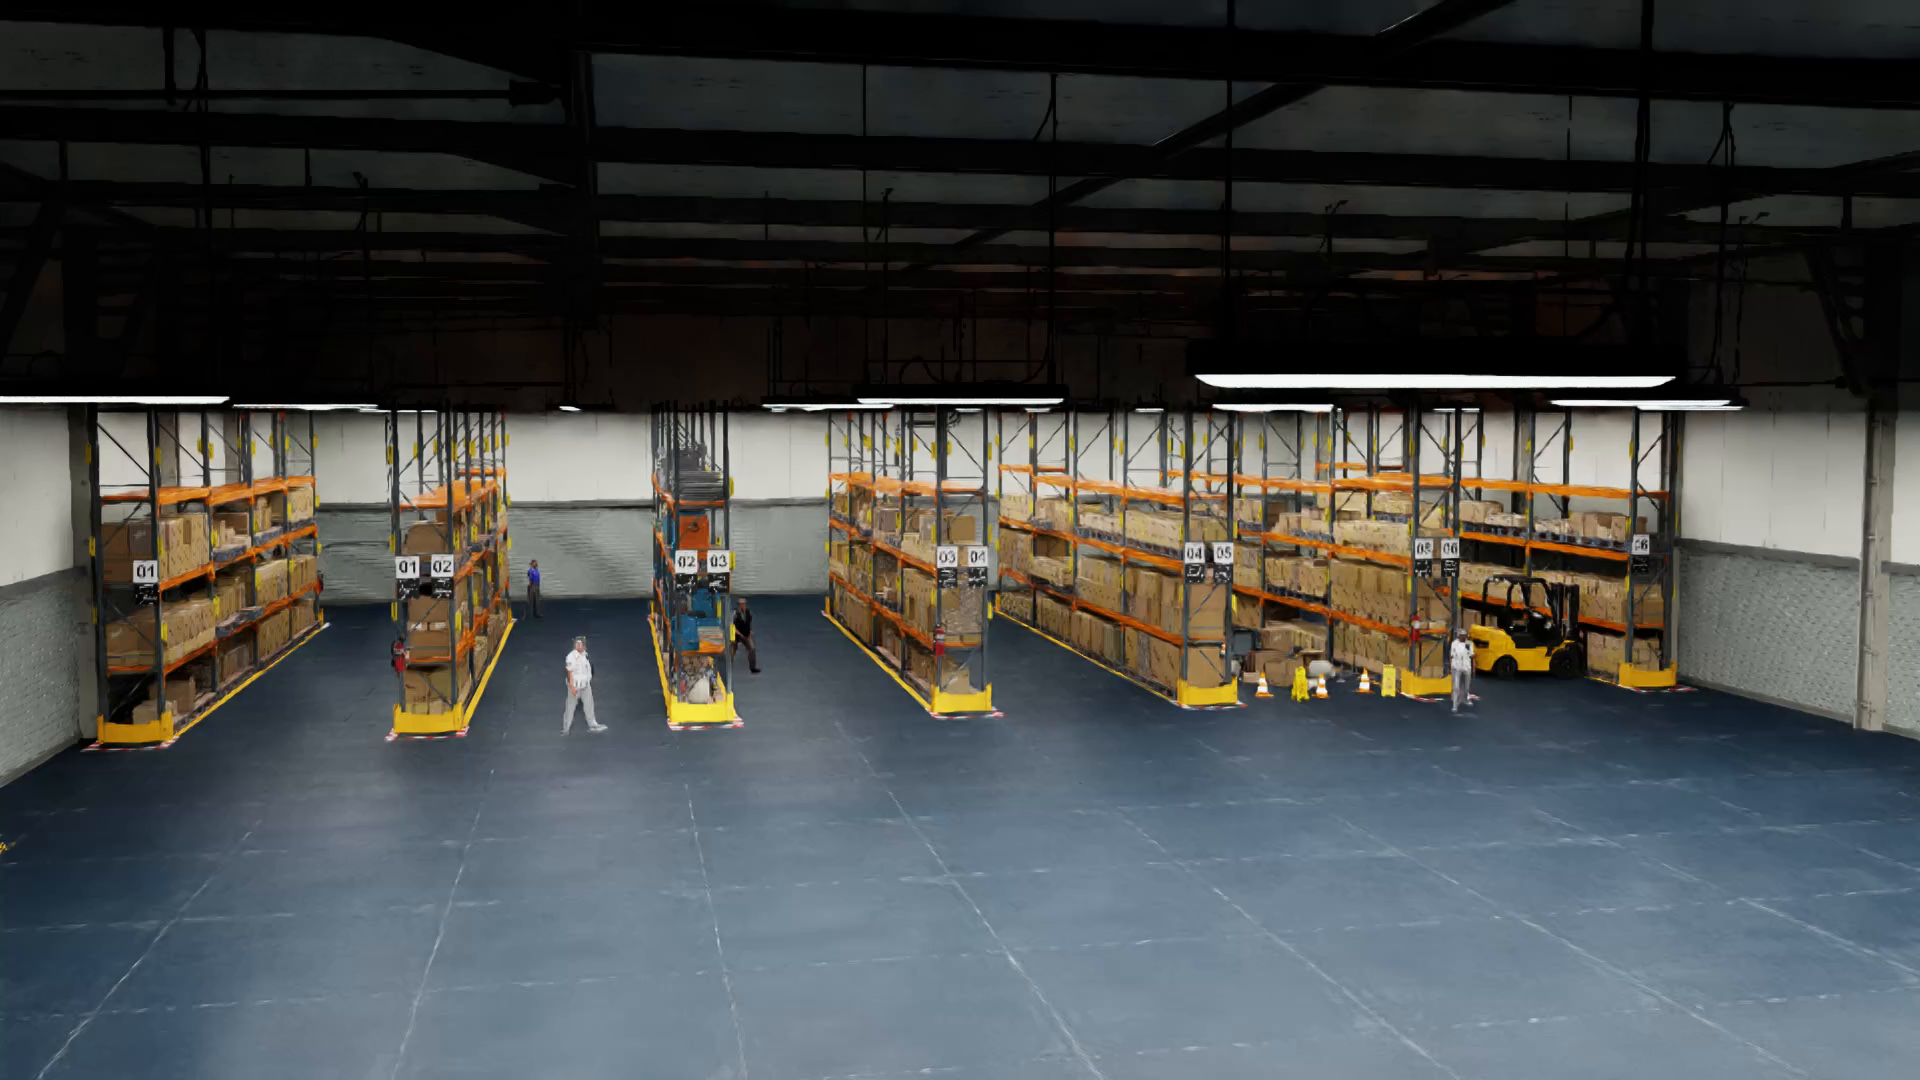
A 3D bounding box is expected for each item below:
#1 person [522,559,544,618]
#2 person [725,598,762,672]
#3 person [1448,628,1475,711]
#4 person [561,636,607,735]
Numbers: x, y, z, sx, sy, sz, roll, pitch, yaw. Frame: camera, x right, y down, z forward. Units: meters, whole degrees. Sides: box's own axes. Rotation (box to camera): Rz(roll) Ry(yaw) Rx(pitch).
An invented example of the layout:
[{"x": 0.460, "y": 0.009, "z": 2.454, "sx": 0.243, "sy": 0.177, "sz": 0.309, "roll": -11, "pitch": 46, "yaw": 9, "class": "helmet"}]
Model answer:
[{"x": -12.100, "y": 1.361, "z": 46.956, "sx": 0.431, "sy": 1.659, "sz": 0.649, "roll": 1, "pitch": 5, "yaw": 18, "class": "person"}, {"x": -4.865, "y": 2.107, "z": 36.913, "sx": 0.682, "sy": 1.661, "sz": 0.844, "roll": -2, "pitch": 5, "yaw": -29, "class": "person"}, {"x": 9.758, "y": 2.478, "z": 32.322, "sx": 0.505, "sy": 1.610, "sz": 0.938, "roll": 1, "pitch": 4, "yaw": 9, "class": "person"}, {"x": -6.804, "y": 2.586, "z": 29.849, "sx": 0.586, "sy": 1.755, "sz": 0.772, "roll": 2, "pitch": 5, "yaw": 27, "class": "person"}]
